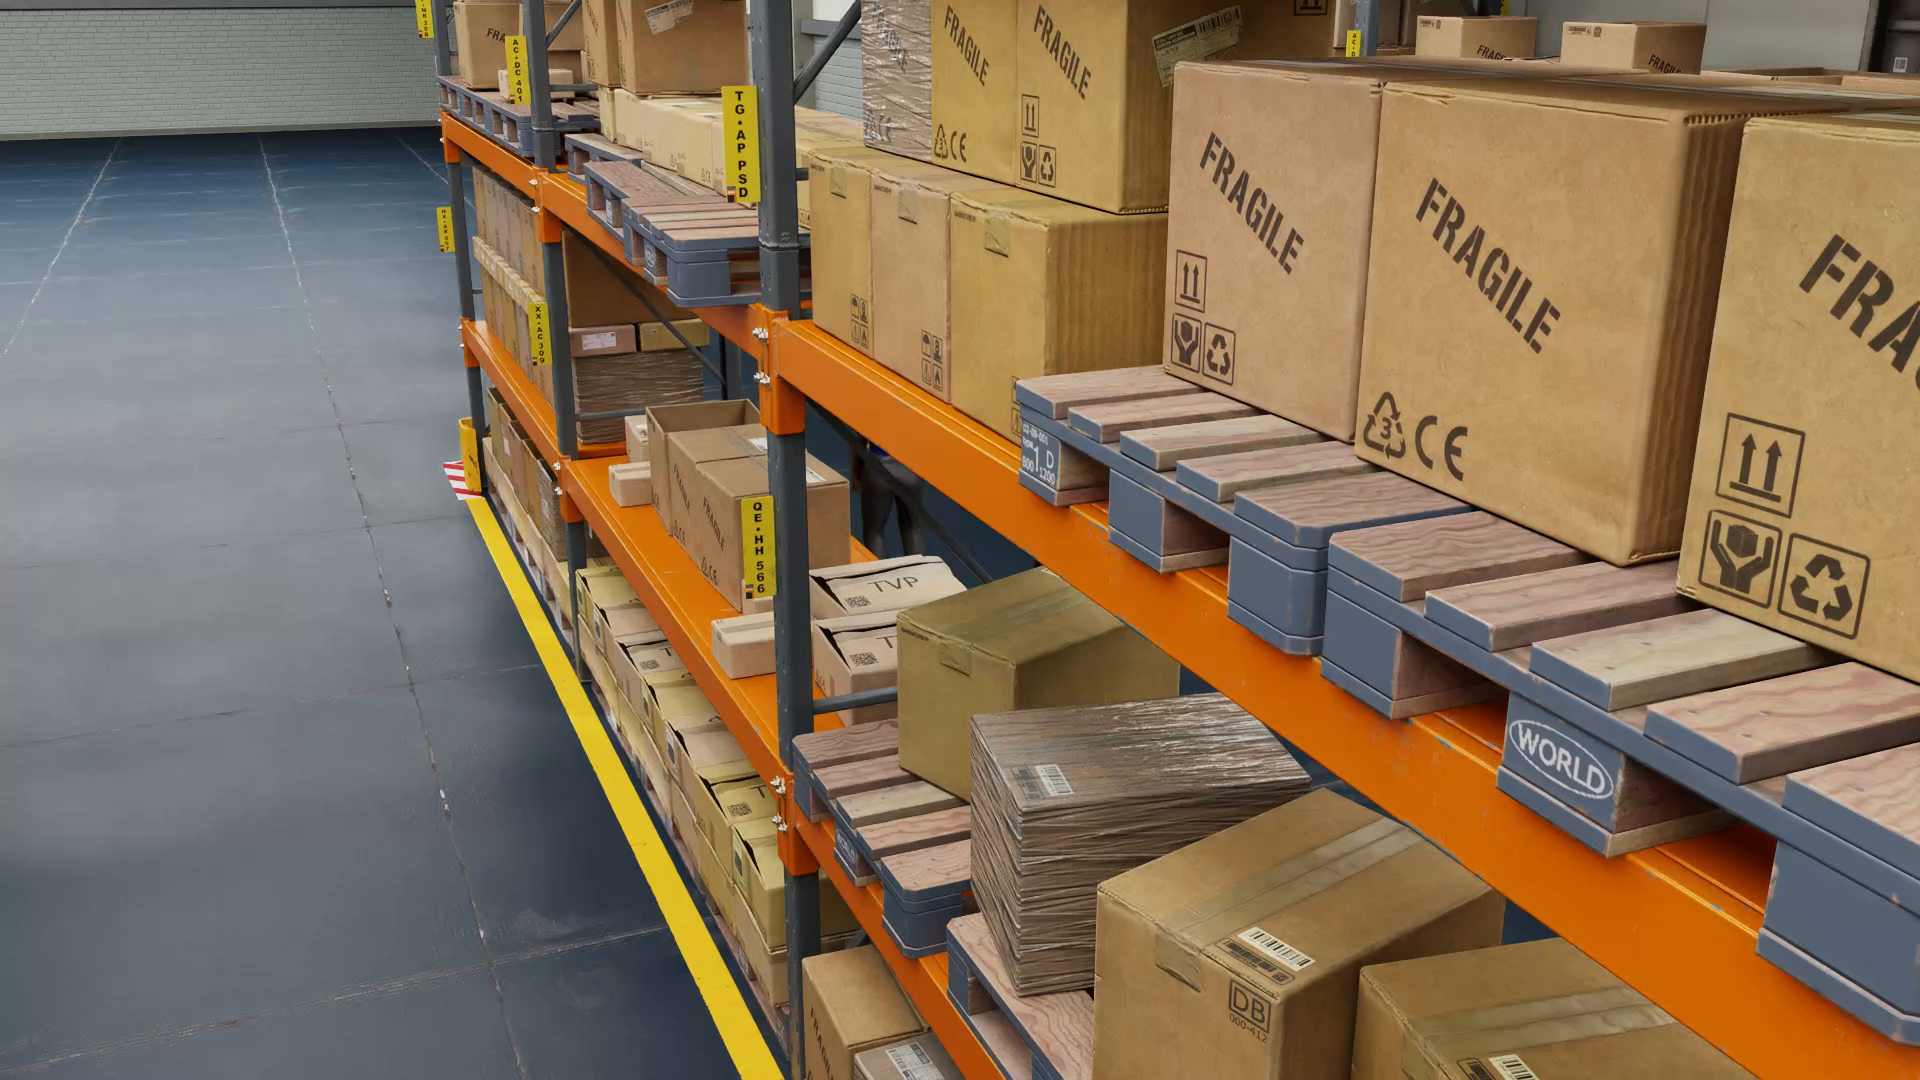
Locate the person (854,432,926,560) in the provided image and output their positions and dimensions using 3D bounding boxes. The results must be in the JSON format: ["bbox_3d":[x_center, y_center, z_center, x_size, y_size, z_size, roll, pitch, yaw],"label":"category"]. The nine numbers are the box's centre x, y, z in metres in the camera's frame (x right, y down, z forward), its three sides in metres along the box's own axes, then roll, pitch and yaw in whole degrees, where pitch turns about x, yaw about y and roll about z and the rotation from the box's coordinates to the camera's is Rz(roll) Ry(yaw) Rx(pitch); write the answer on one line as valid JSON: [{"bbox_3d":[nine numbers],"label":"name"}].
[{"bbox_3d":[-0.437,-0.398,10.218,0.478,1.663,0.405,-8,21,-23],"label":"person"}]
